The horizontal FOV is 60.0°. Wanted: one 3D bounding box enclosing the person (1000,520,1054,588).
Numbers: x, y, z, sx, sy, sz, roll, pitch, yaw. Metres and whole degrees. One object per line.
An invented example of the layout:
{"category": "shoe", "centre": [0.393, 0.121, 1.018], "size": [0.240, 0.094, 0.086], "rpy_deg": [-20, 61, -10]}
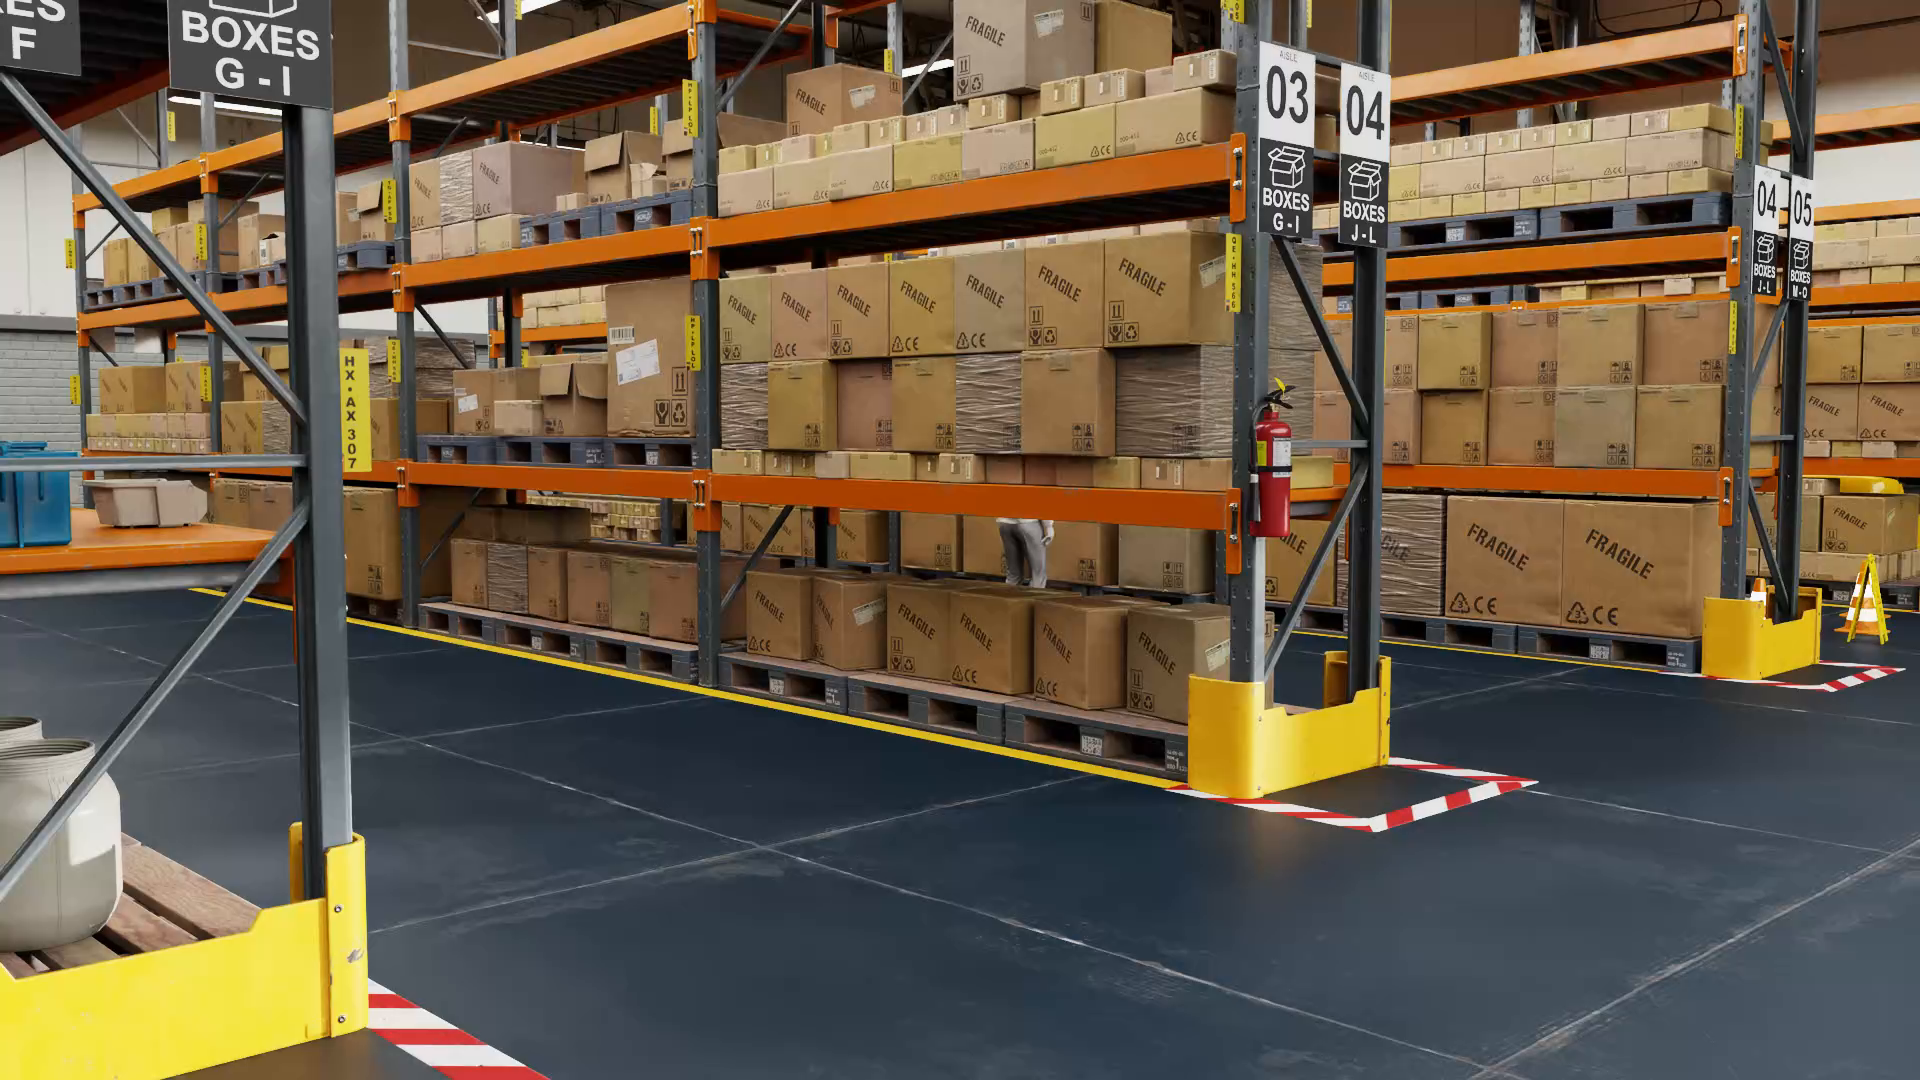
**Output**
{"category": "person", "centre": [0.496, -0.134, 12.472], "size": [0.347, 1.601, 0.507], "rpy_deg": [-4, 6, -44]}
